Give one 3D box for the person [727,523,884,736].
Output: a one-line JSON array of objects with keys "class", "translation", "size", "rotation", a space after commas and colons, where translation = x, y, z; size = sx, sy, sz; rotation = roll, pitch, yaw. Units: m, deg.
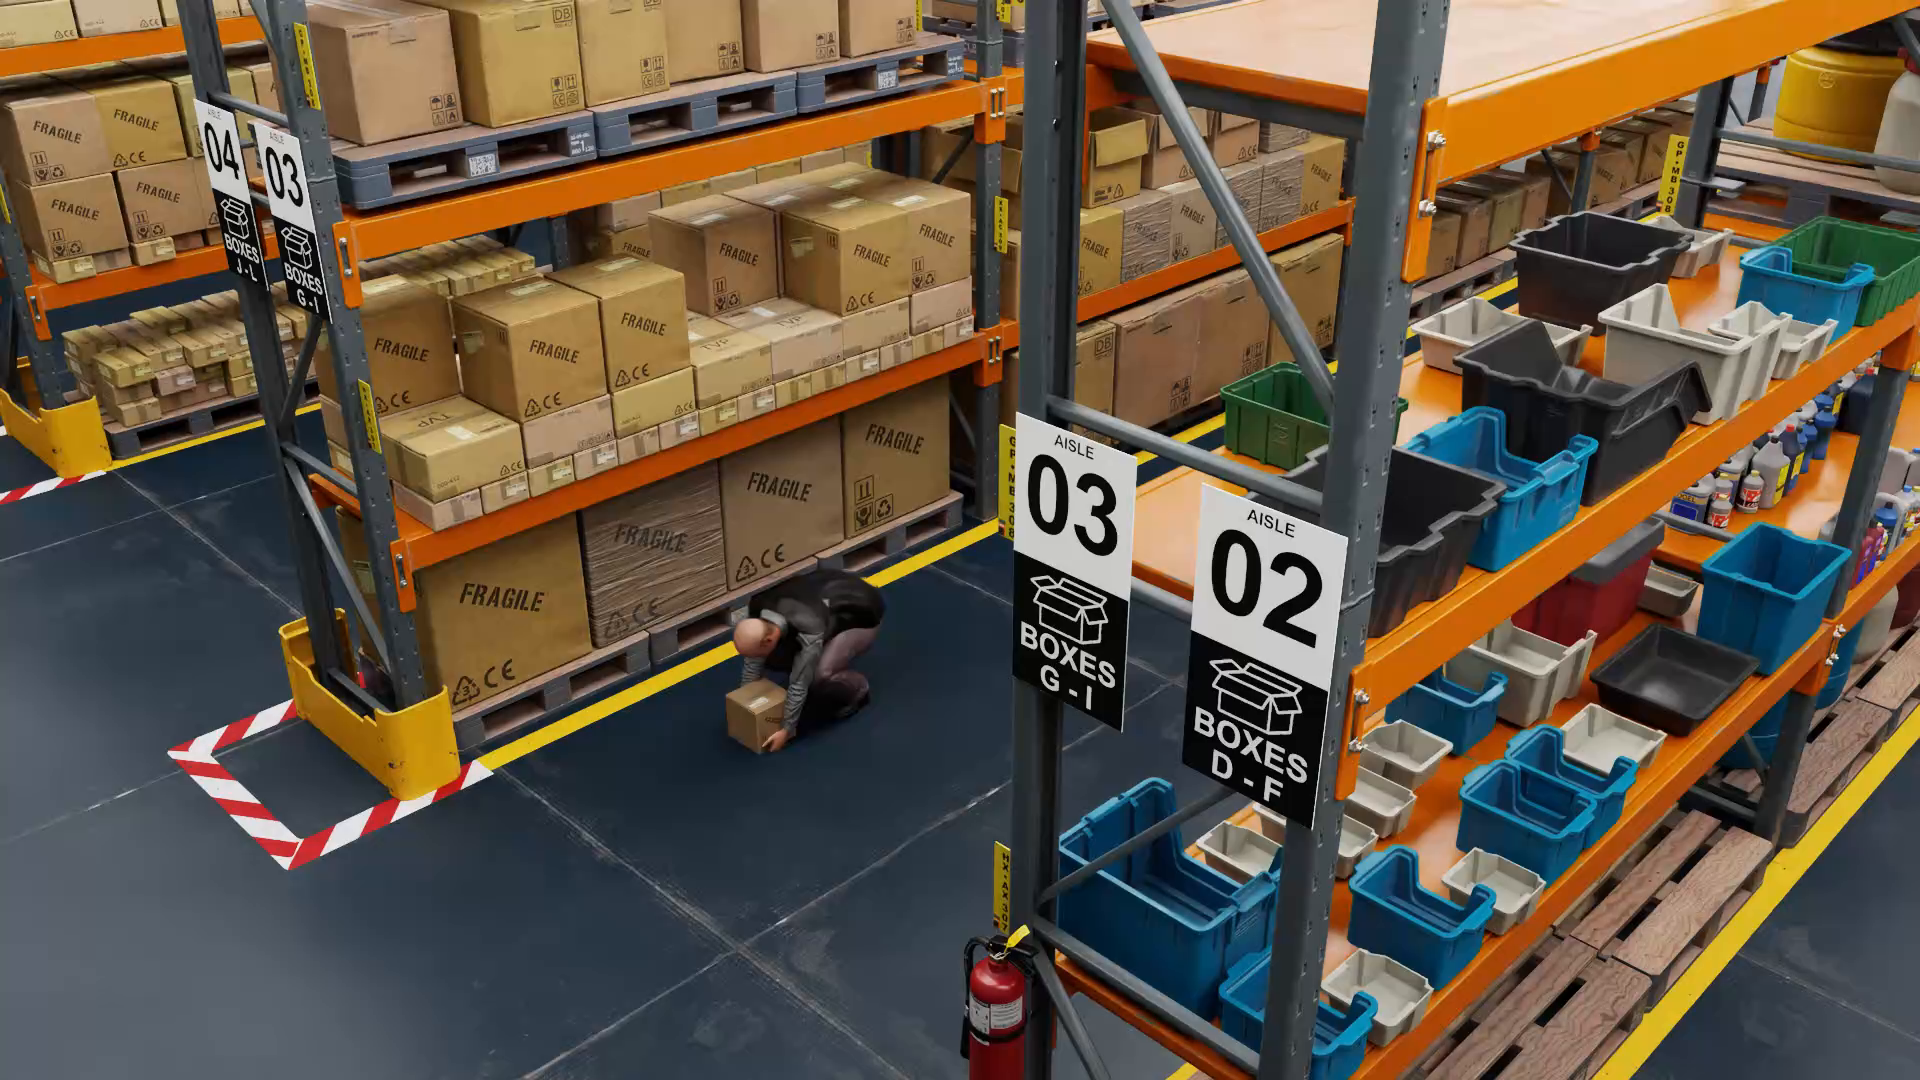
[{"class": "person", "translation": [-0.806, 0.463, 8.538], "size": [0.507, 1.000, 0.946], "rotation": [22, 35, 36]}]
